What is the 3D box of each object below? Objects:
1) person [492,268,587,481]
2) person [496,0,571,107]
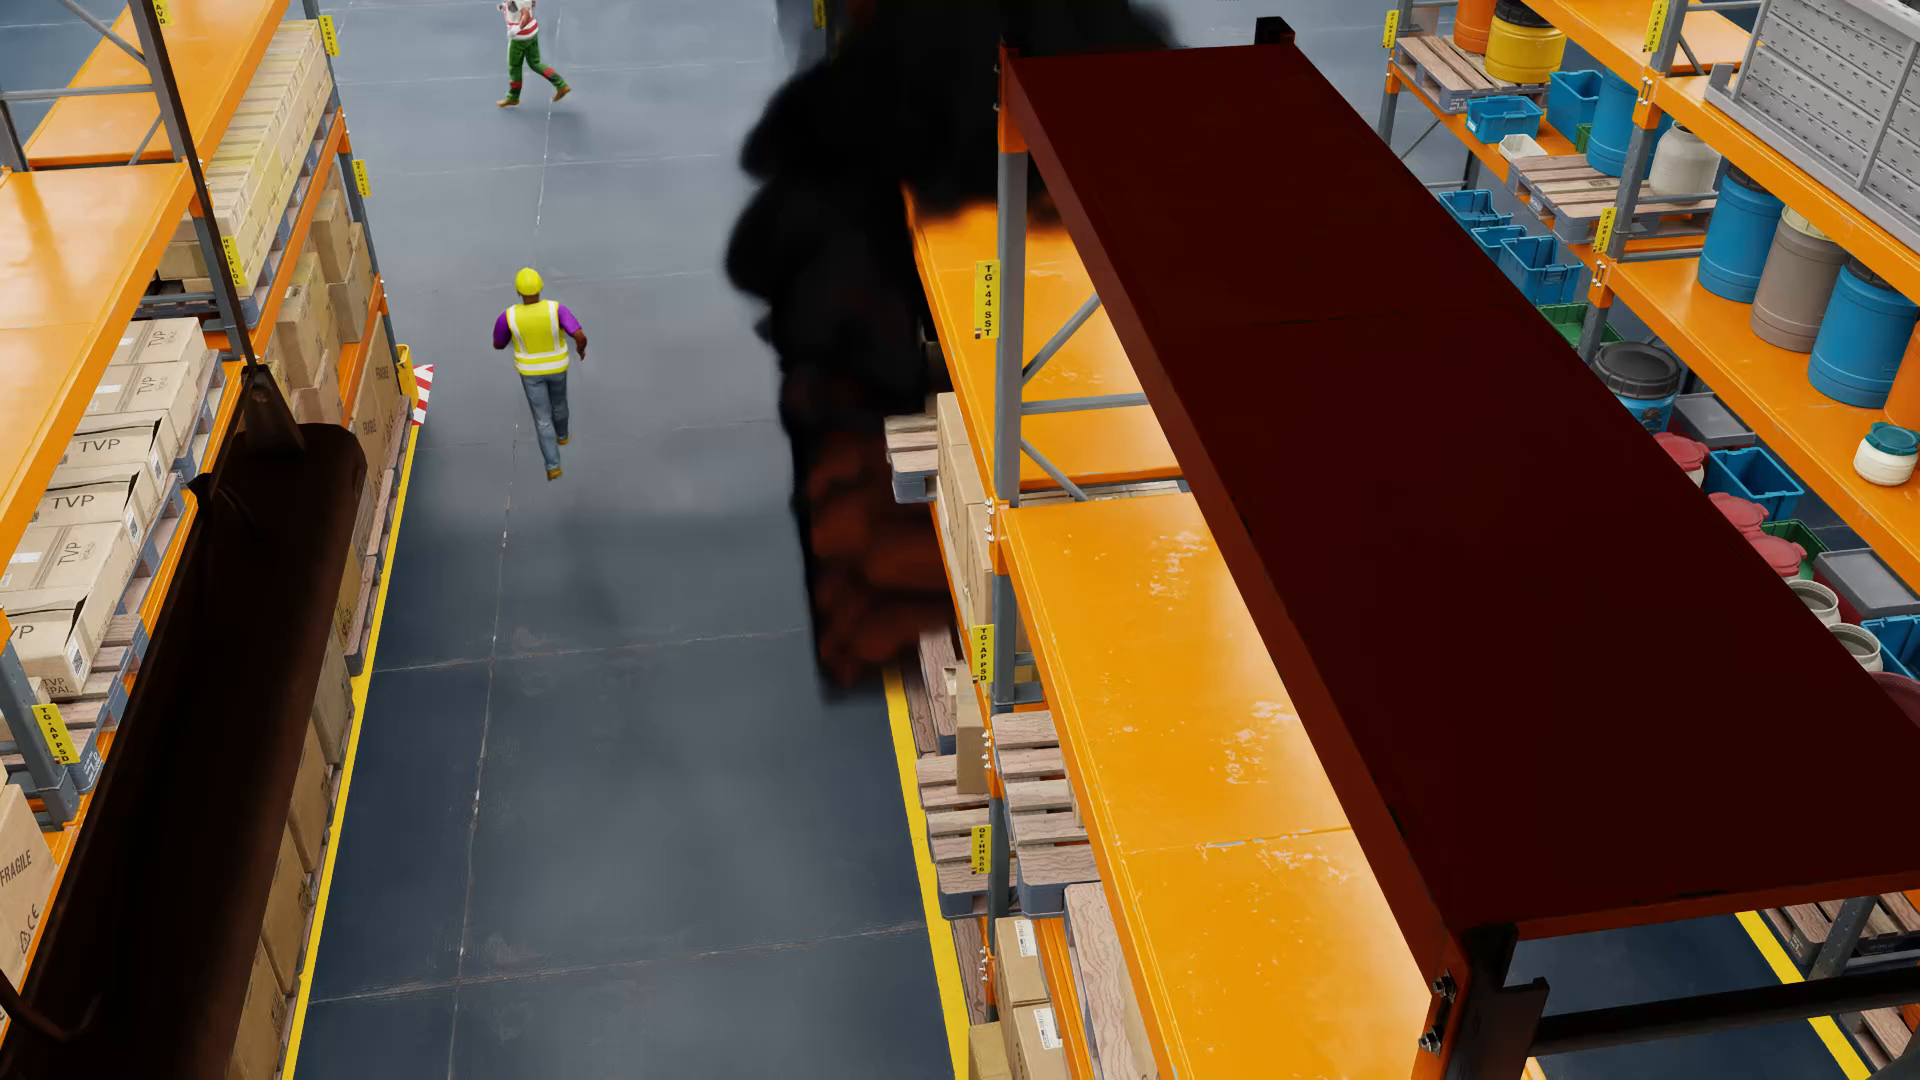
[{"bbox_3d":[-3.342,-1.373,13.328,0.701,1.808,0.923,-12,38,-16],"label":"person"},{"bbox_3d":[-5.310,-6.139,20.256,0.988,1.783,0.654,8,37,10],"label":"person"}]
